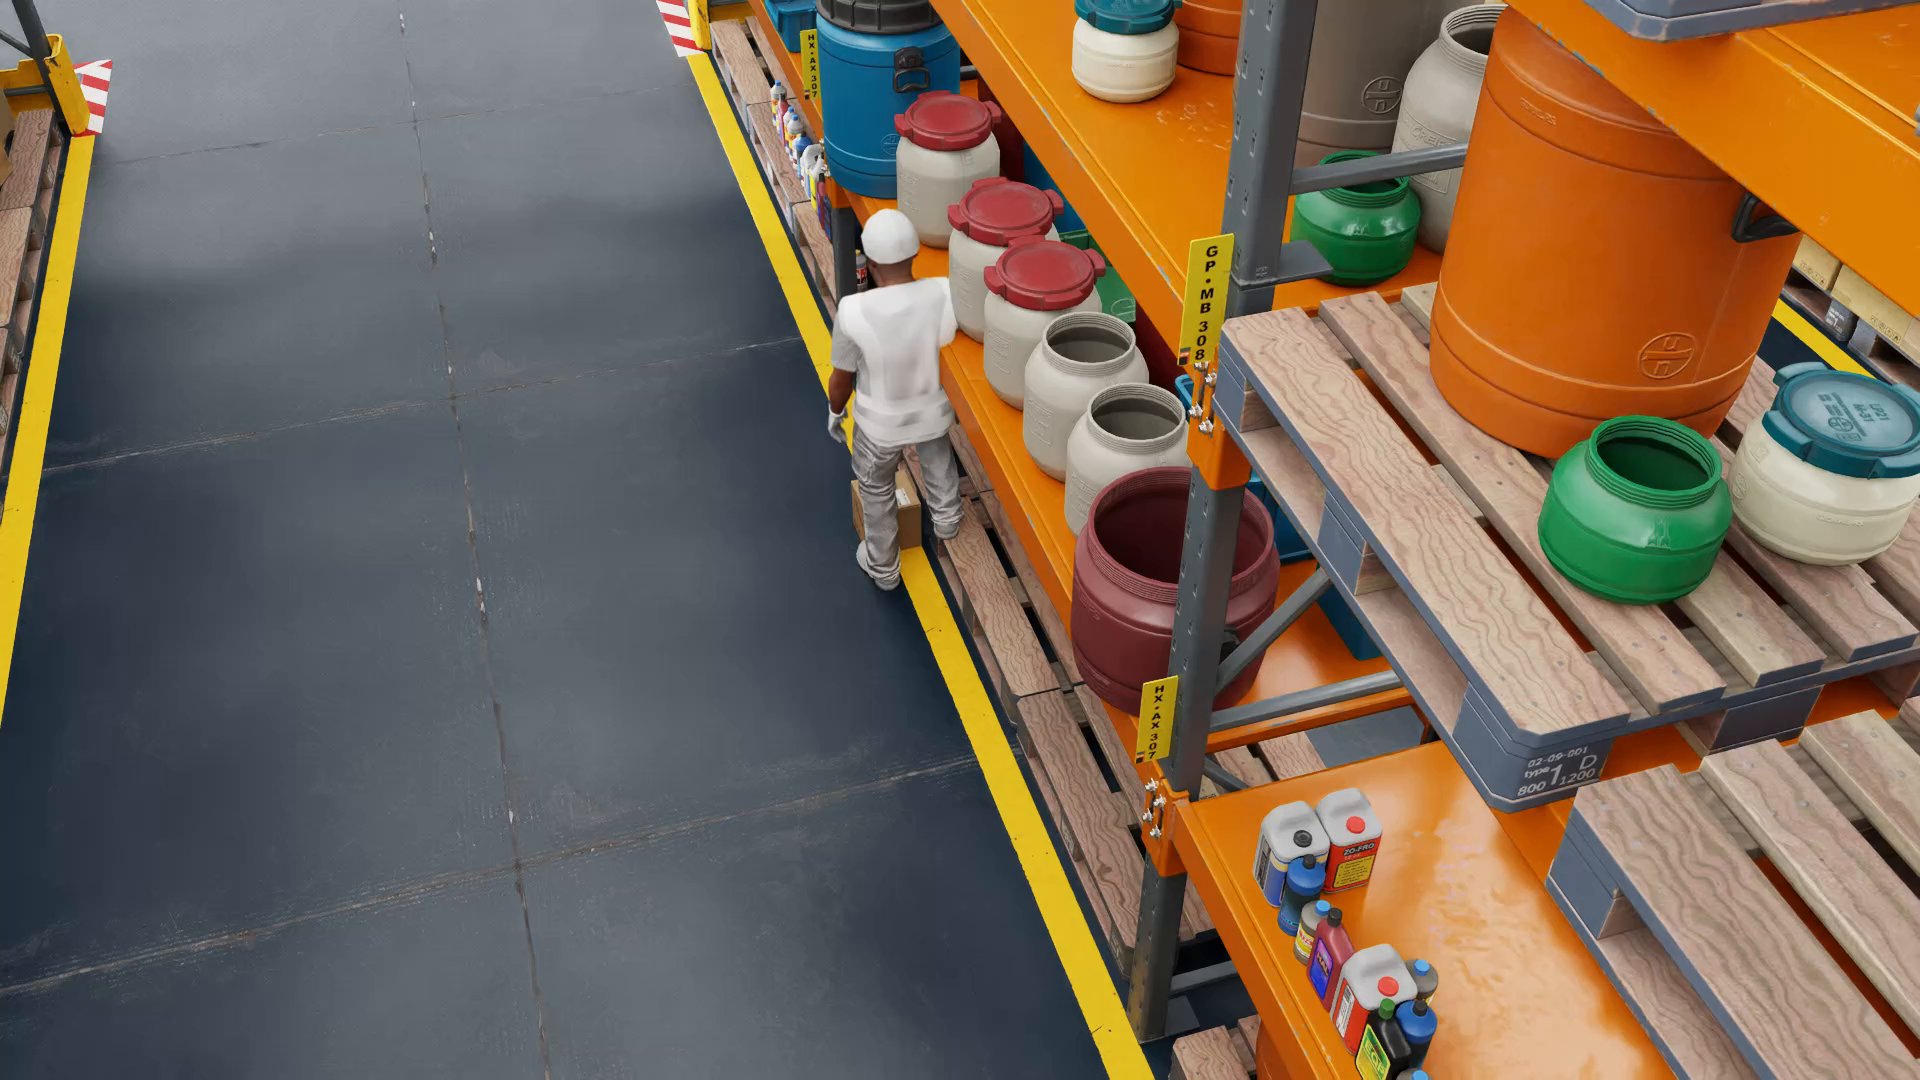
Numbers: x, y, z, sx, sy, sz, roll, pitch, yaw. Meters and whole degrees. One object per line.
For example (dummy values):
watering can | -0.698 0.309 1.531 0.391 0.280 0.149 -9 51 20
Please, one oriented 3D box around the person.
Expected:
person | -0.243 -0.565 6.776 0.615 1.782 0.525 -12 43 -13
